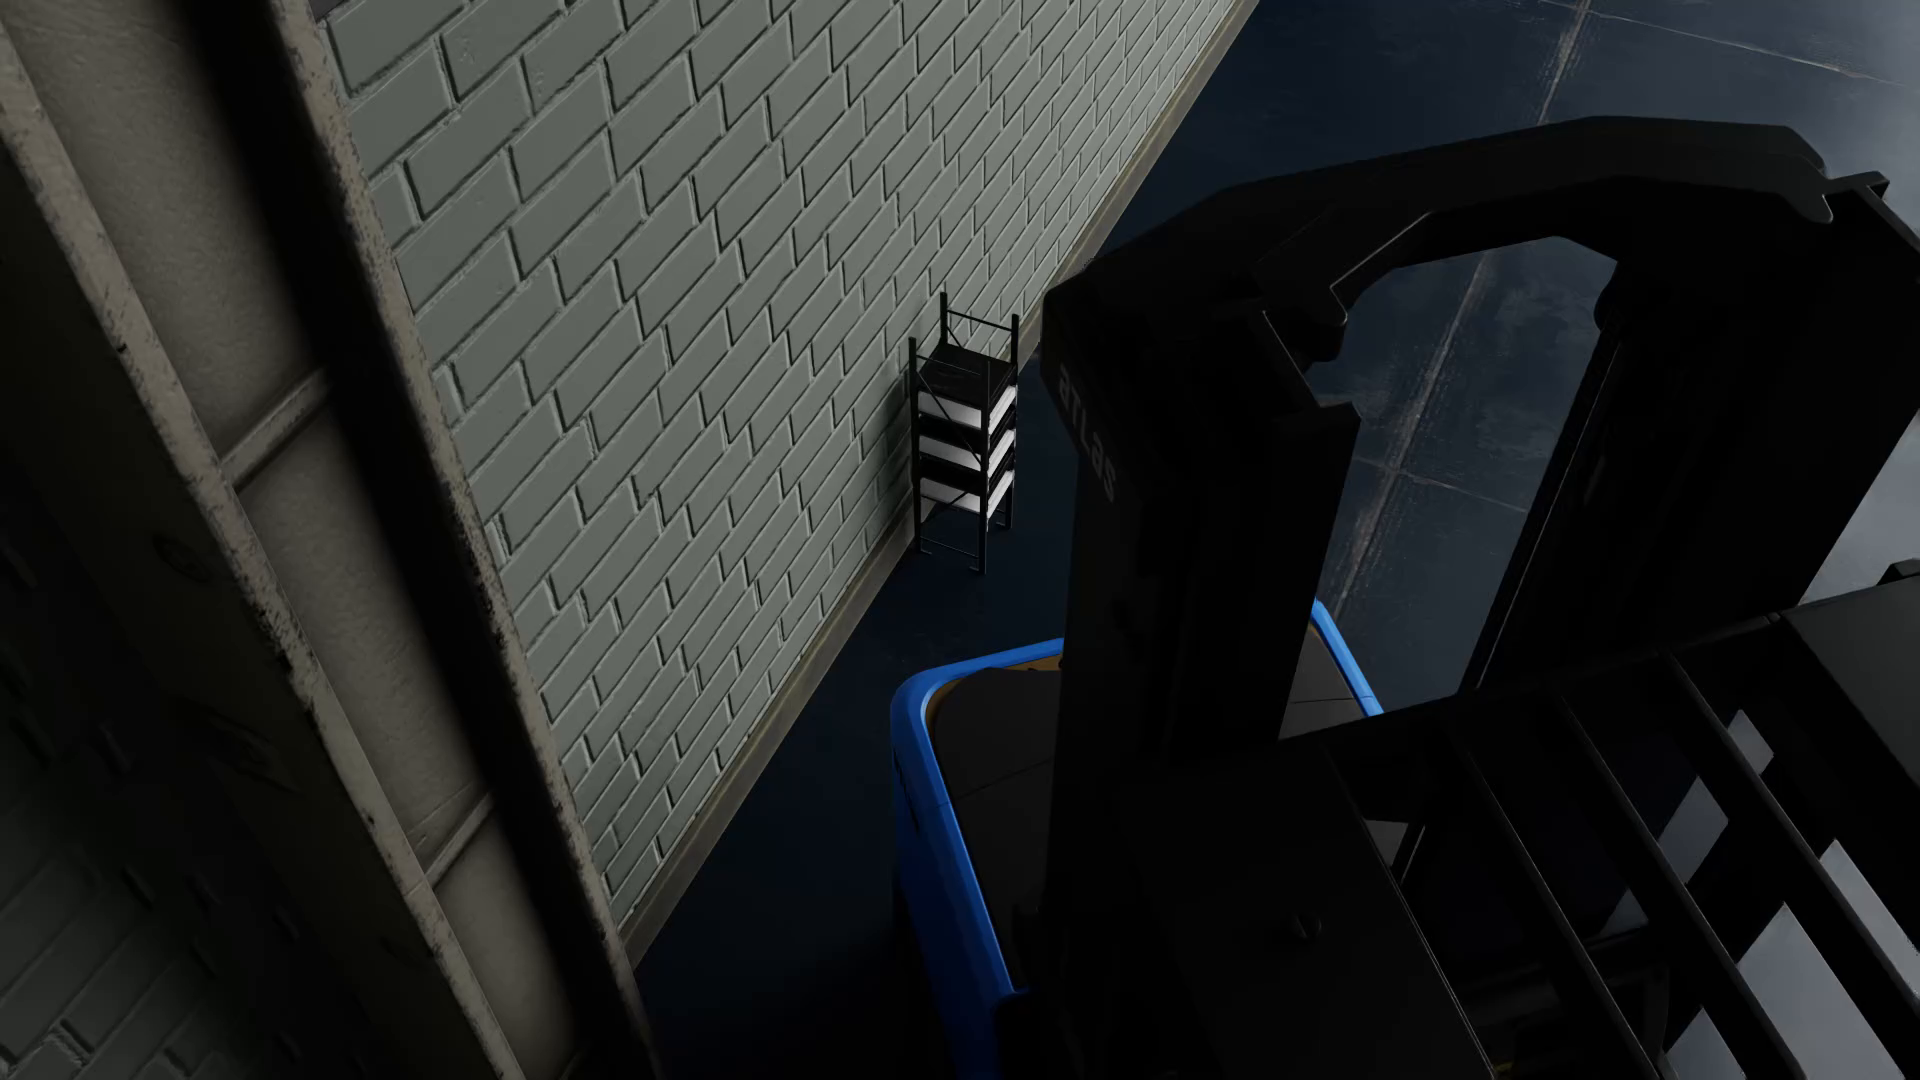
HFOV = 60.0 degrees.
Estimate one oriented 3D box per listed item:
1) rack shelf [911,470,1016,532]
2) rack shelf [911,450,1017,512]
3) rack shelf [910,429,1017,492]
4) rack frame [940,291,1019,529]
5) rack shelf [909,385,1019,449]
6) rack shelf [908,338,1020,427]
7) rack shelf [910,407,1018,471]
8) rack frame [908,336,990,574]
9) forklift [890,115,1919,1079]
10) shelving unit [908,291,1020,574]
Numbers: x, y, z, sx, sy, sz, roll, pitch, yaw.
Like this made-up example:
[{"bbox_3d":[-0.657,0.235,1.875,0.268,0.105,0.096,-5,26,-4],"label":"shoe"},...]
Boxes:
[{"bbox_3d":[0.012,-0.157,5.073,0.258,0.077,0.200,19,52,16],"label":"rack shelf"},{"bbox_3d":[0.012,-0.216,5.005,0.258,0.077,0.200,19,52,16],"label":"rack shelf"},{"bbox_3d":[0.012,-0.274,4.936,0.258,0.077,0.200,19,52,16],"label":"rack shelf"},{"bbox_3d":[0.054,-0.366,4.971,0.240,0.900,0.006,19,52,16],"label":"rack frame"},{"bbox_3d":[0.012,-0.391,4.799,0.258,0.077,0.200,19,52,16],"label":"rack shelf"},{"bbox_3d":[0.012,-0.449,4.730,0.258,0.077,0.200,19,52,16],"label":"rack shelf"},{"bbox_3d":[0.012,-0.332,4.868,0.258,0.077,0.200,19,52,16],"label":"rack shelf"},{"bbox_3d":[-0.031,-0.225,4.851,0.240,0.900,0.006,19,52,16],"label":"rack frame"},{"bbox_3d":[0.740,1.018,2.459,1.130,2.935,3.031,-13,51,-11],"label":"forklift"},{"bbox_3d":[0.012,-0.296,4.911,0.258,0.900,0.210,19,52,16],"label":"shelving unit"}]
